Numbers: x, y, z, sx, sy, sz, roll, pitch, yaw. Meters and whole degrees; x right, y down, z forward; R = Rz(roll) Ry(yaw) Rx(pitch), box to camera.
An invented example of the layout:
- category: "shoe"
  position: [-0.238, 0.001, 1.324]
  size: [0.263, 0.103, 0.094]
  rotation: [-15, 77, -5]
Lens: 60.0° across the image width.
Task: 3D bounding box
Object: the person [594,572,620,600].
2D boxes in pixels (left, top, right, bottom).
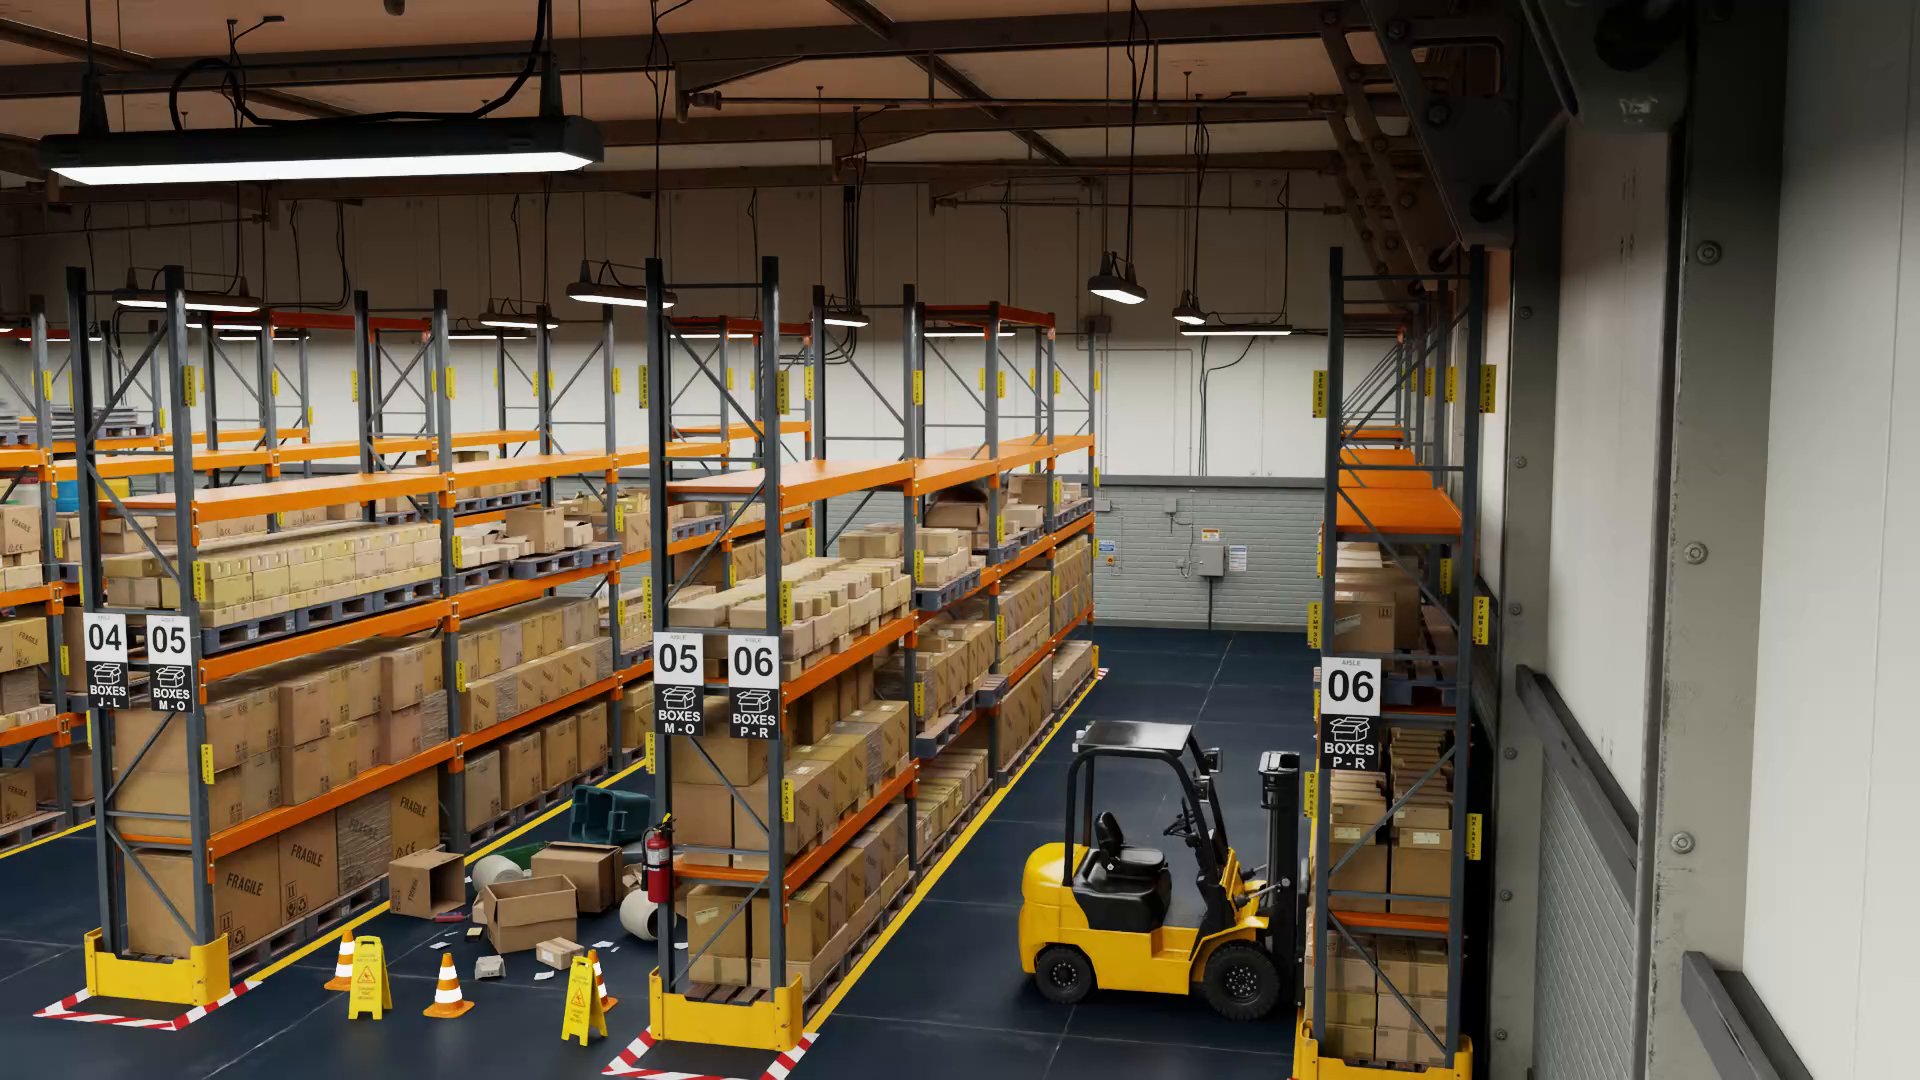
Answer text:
- category: "person"
  position: [-6.395, 1.288, 30.216]
  size: [0.465, 1.642, 0.908]
  rotation: [0, 6, 0]
